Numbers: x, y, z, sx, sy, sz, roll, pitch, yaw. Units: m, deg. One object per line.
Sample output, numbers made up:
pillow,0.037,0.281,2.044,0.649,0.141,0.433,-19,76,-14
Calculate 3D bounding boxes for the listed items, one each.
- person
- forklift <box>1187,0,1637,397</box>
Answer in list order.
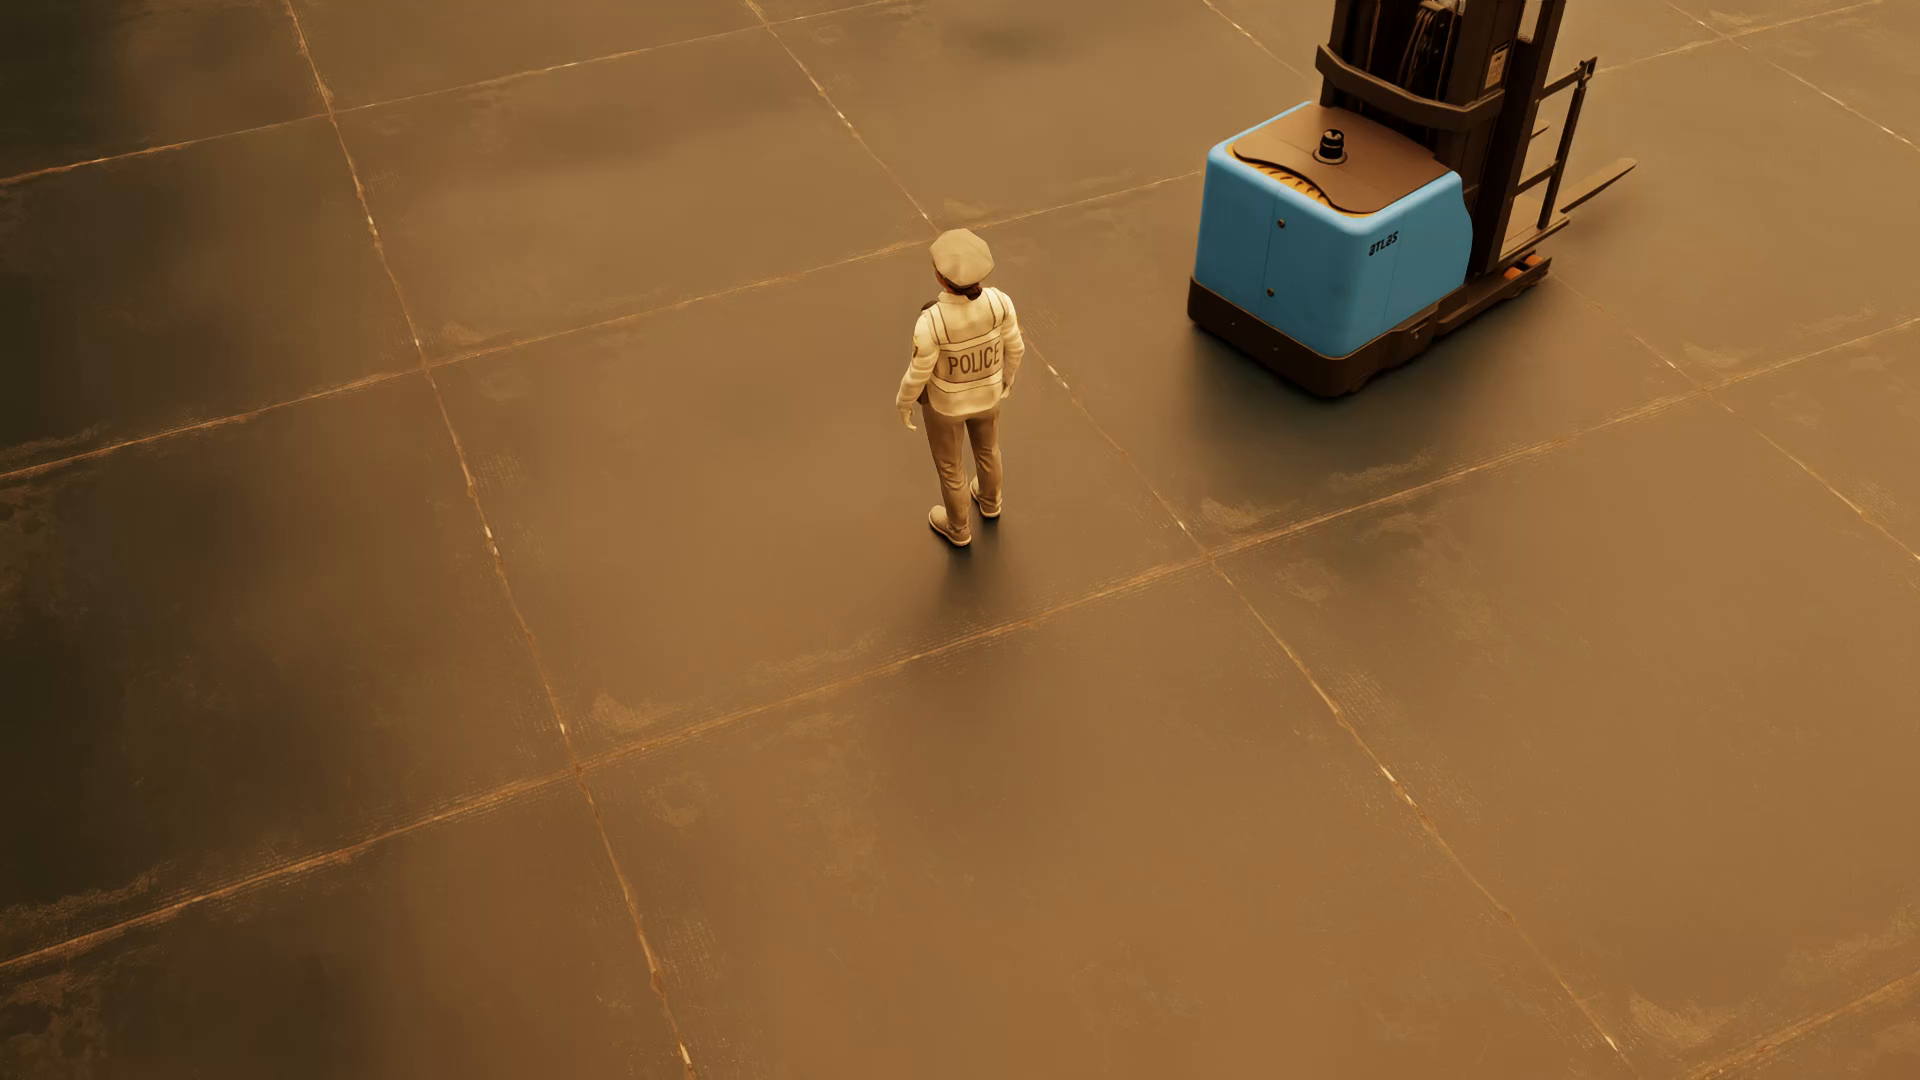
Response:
person,-0.023,-0.669,7.293,0.587,1.695,0.531,-18,46,-18
forklift,2.680,-2.666,8.537,3.031,2.935,1.130,-31,51,-29
